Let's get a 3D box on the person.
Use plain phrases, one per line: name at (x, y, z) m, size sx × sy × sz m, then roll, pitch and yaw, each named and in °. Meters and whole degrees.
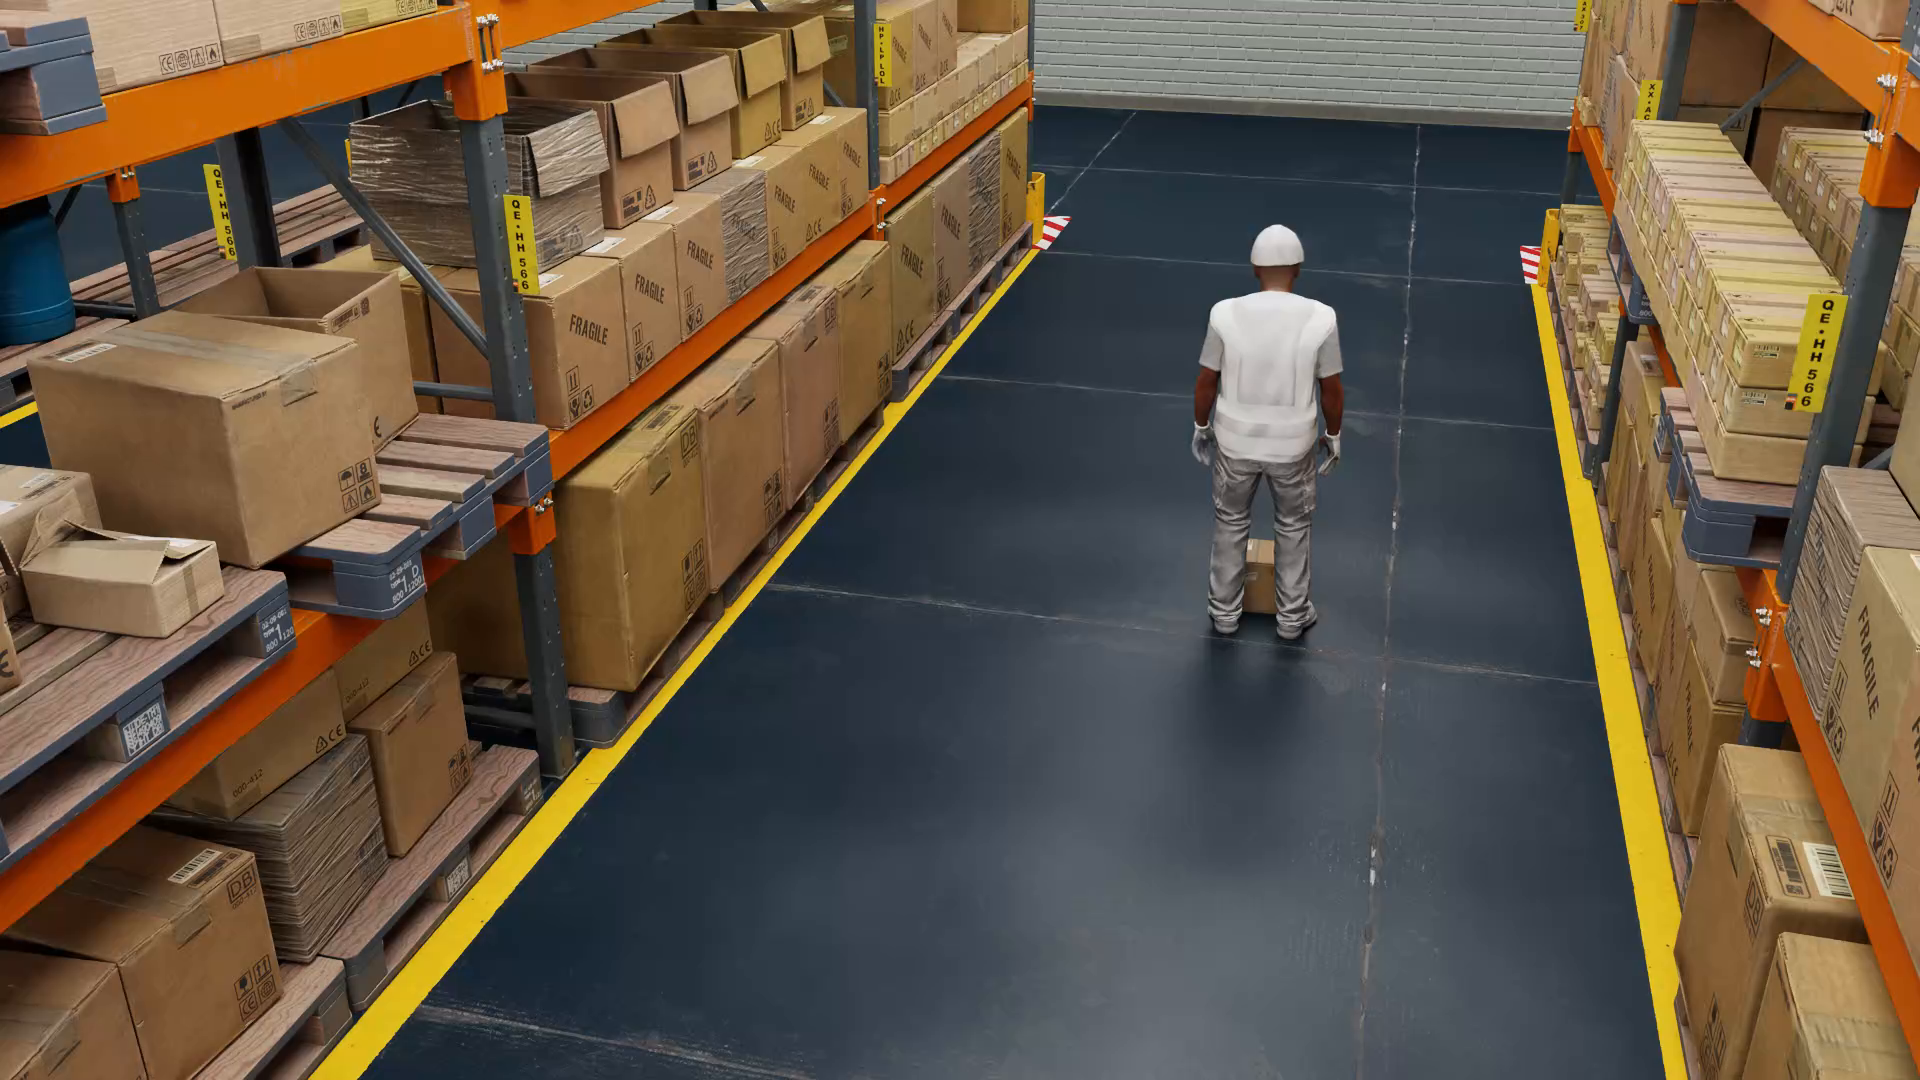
person at (1.295, -0.433, 7.020) m, size 0.621 × 1.774 × 0.453 m, roll 6°, pitch 26°, yaw 13°
